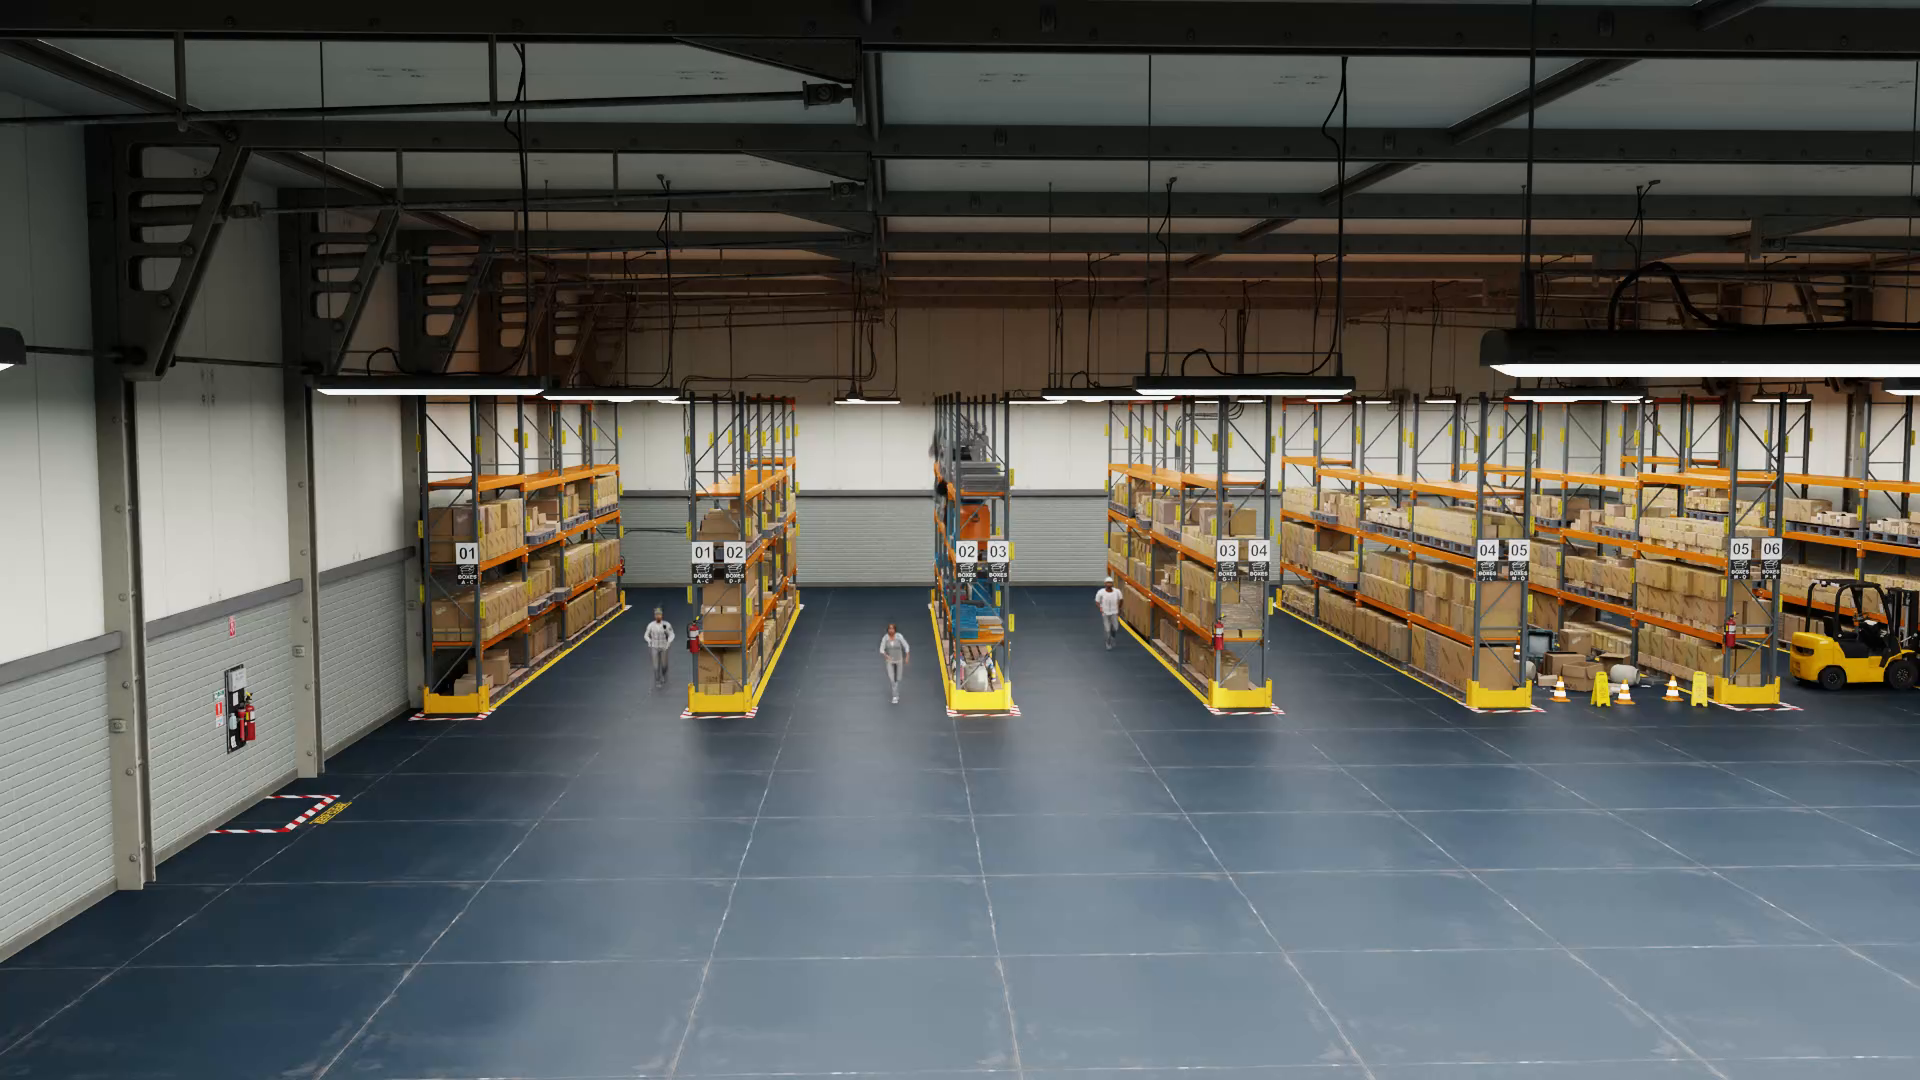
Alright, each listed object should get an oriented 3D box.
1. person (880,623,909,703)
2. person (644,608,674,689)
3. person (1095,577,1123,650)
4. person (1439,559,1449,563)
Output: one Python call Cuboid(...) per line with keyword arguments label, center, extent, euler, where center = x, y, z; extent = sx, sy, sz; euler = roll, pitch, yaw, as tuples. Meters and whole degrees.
Cuboid(label="person", center=(-1.276, 2.379, 32.337), extent=(0.566, 1.553, 0.638), euler=(0, 5, -3))
Cuboid(label="person", center=(-6.110, 2.192, 33.775), extent=(0.611, 1.649, 0.569), euler=(-1, 5, -8))
Cuboid(label="person", center=(3.518, 1.729, 39.043), extent=(0.674, 1.721, 0.569), euler=(0, 5, -1))
Cuboid(label="person", center=(14.430, 1.014, 49.292), extent=(0.817, 1.587, 0.557), euler=(1, 5, 11))
